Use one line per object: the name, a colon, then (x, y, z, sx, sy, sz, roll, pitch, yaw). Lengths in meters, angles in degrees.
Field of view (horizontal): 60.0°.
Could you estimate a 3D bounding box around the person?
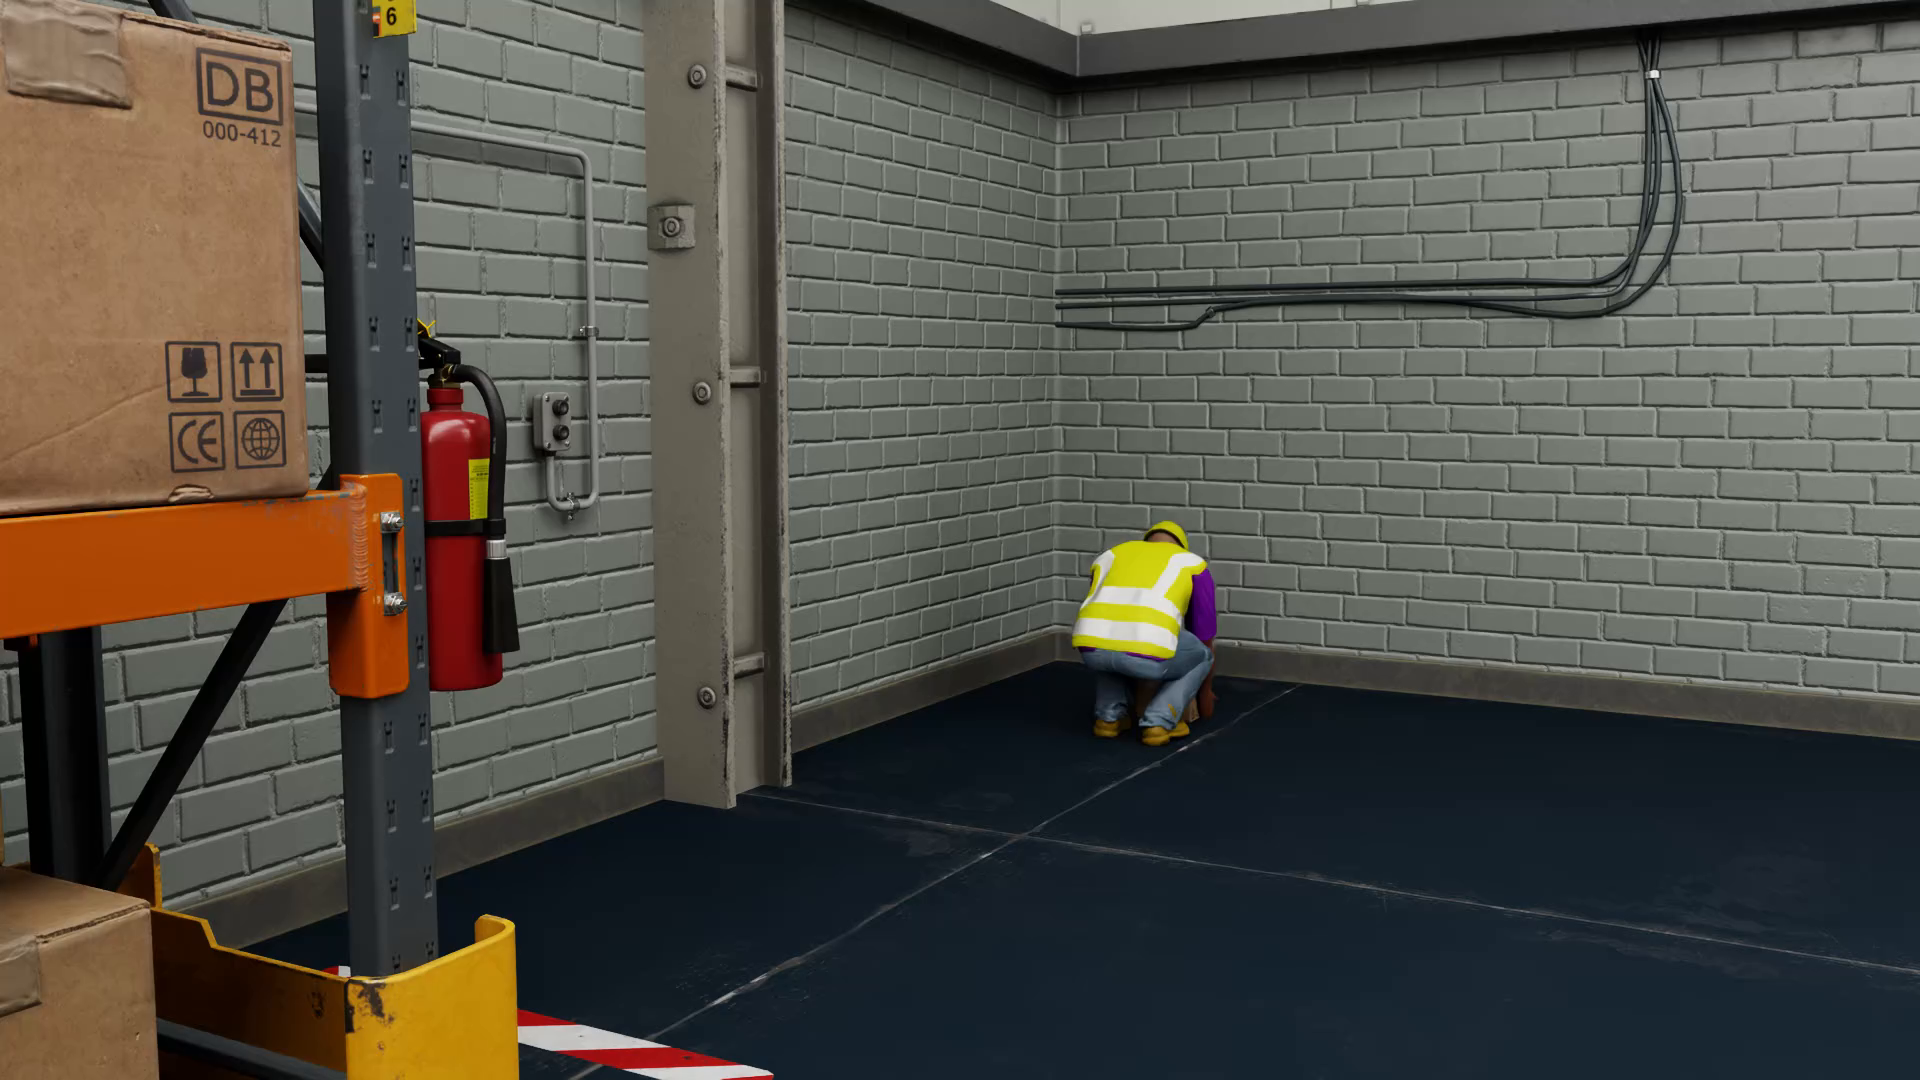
person: (0.760, 0.395, 6.929, 0.558, 0.894, 0.905, 3, 7, 28)
